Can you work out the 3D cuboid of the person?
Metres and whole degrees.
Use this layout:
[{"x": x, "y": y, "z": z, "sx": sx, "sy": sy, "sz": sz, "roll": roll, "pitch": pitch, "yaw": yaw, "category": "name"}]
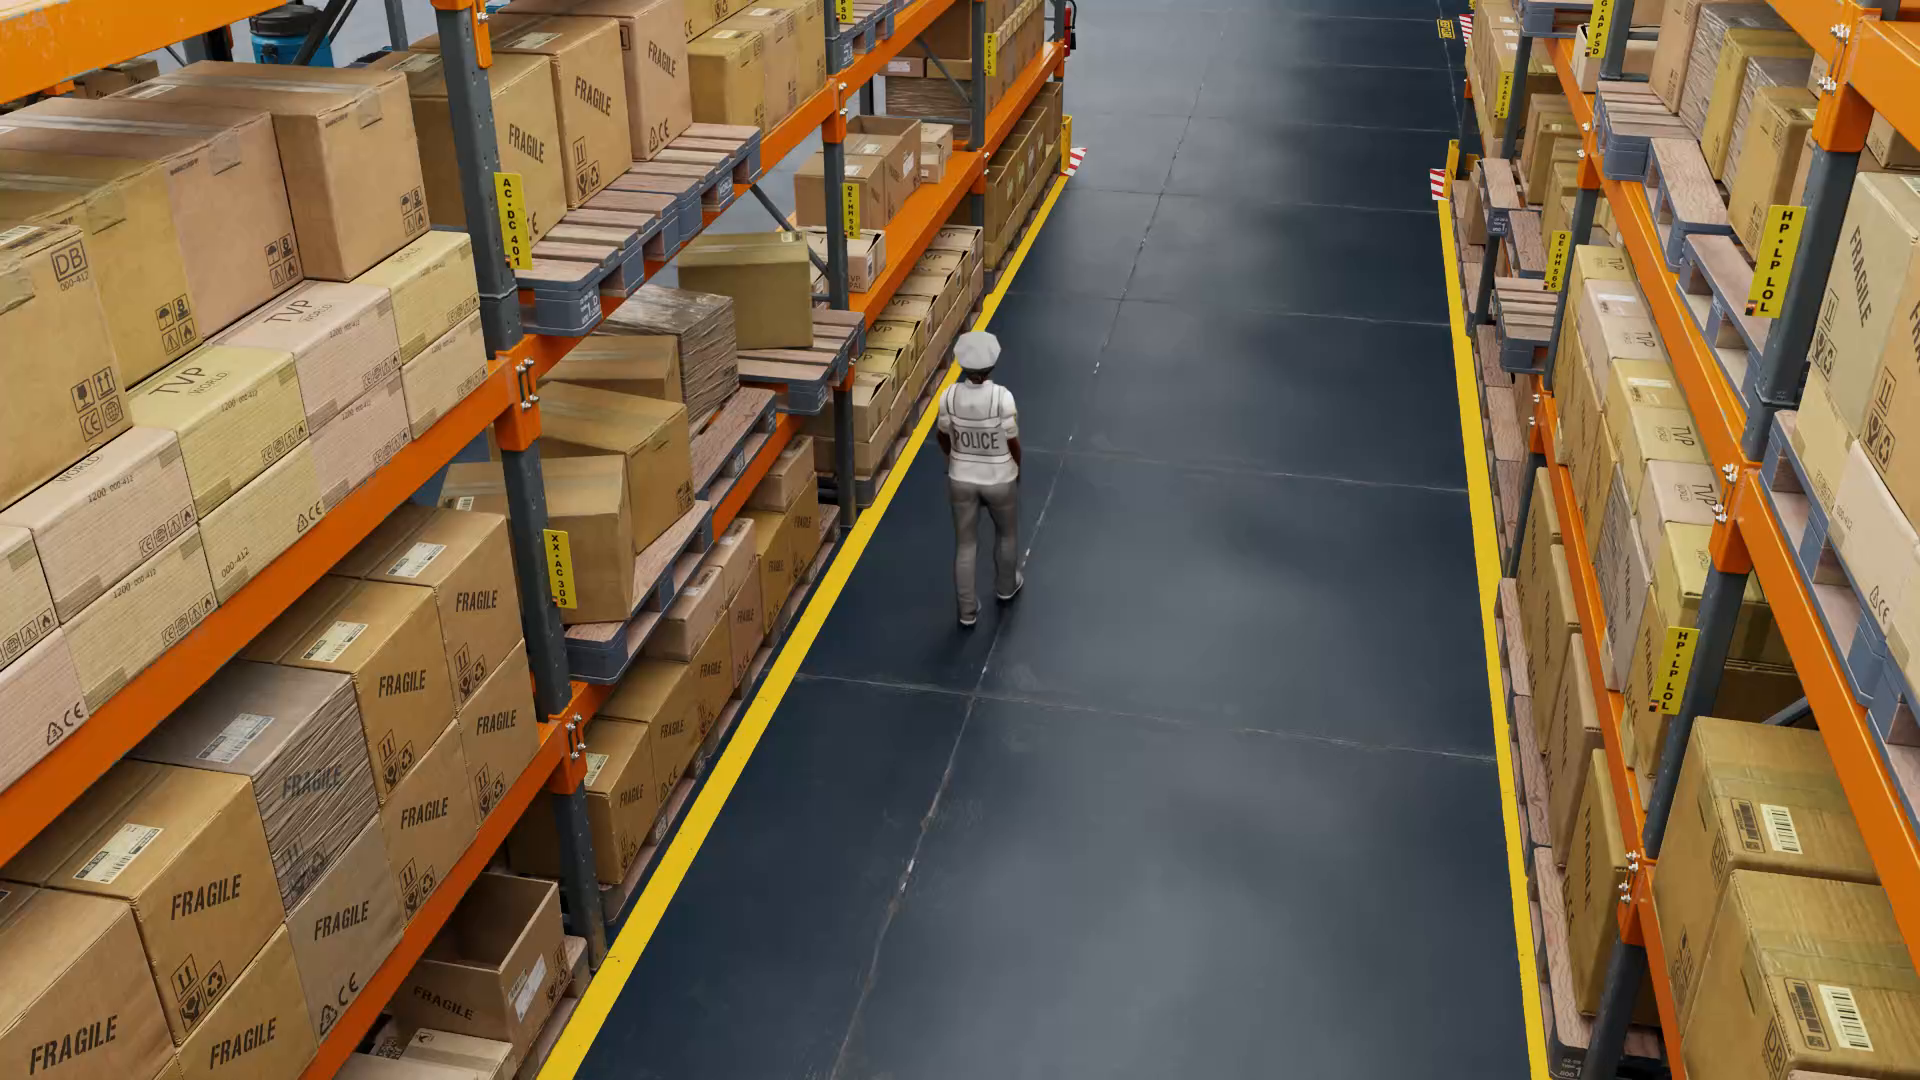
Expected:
[{"x": 0.117, "y": -0.384, "z": 9.246, "sx": 0.474, "sy": 1.694, "sz": 0.604, "roll": 5, "pitch": 29, "yaw": 9, "category": "person"}]
